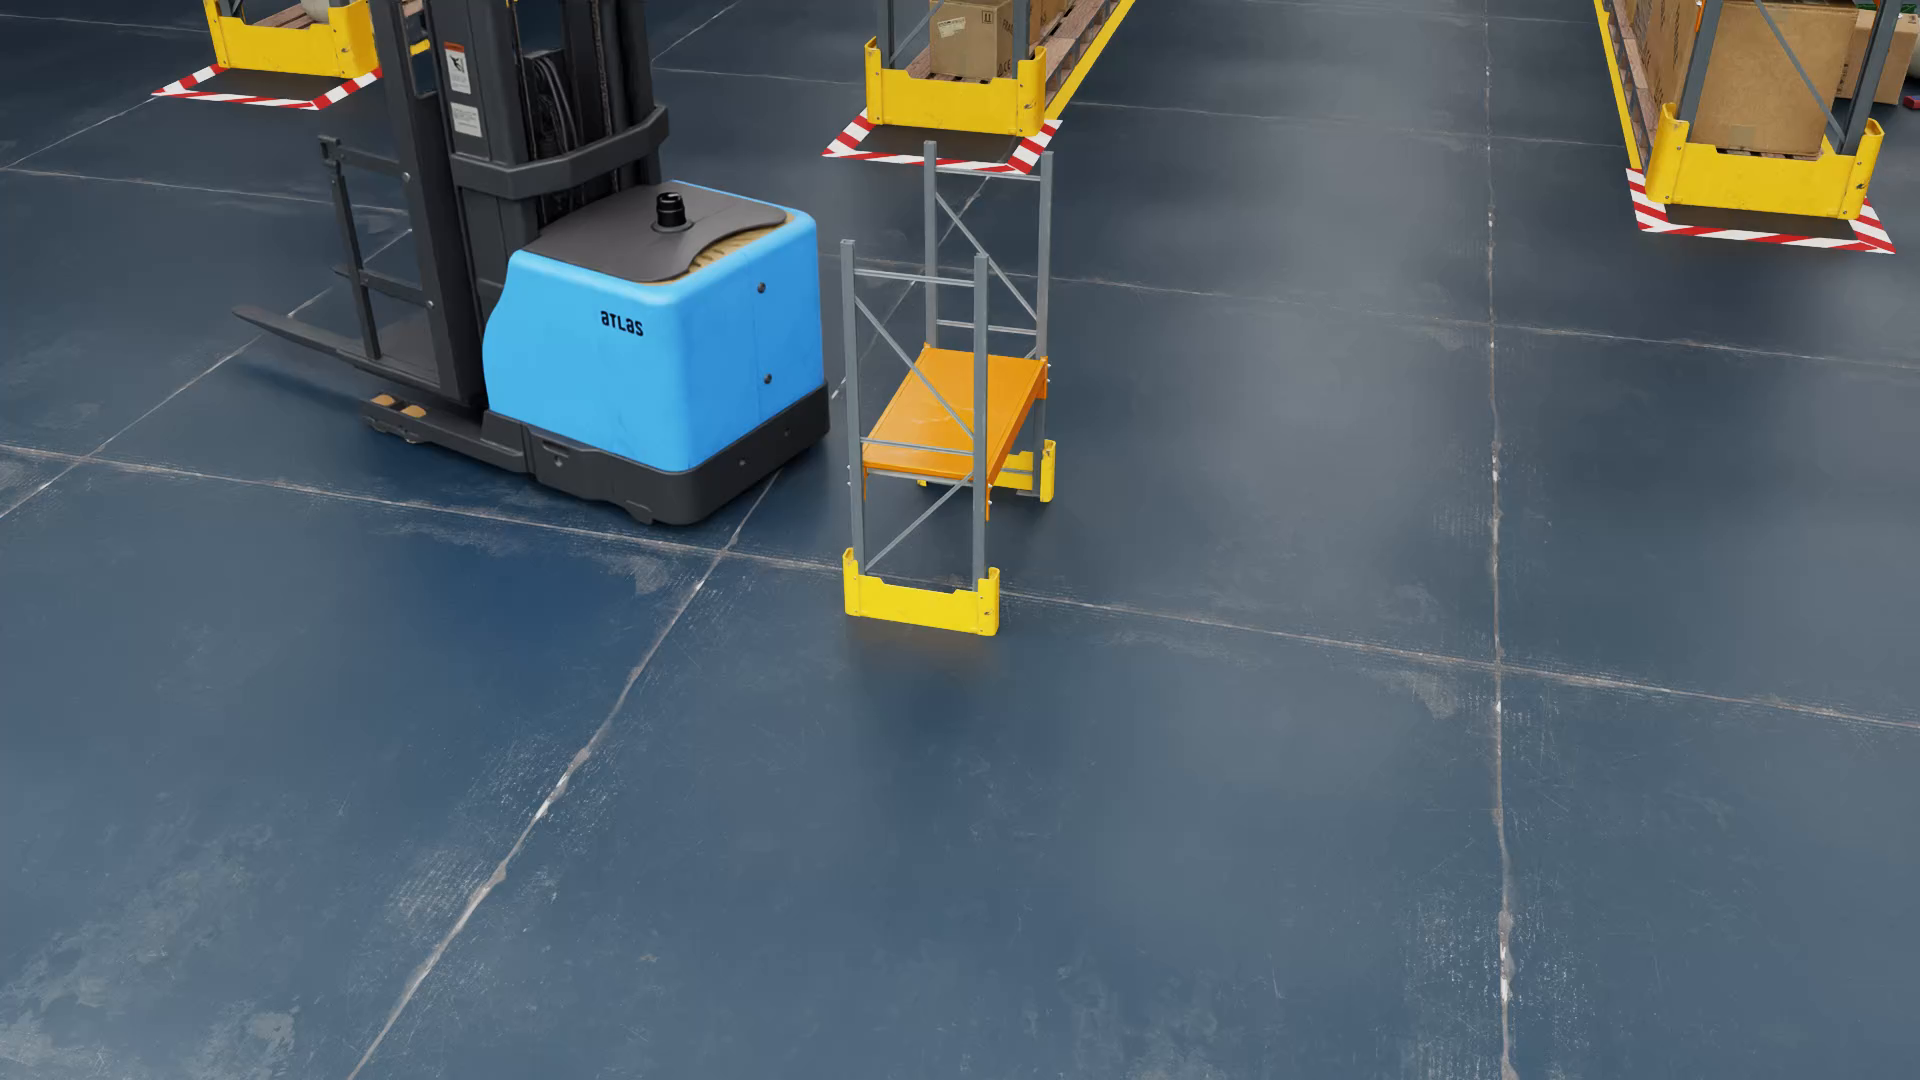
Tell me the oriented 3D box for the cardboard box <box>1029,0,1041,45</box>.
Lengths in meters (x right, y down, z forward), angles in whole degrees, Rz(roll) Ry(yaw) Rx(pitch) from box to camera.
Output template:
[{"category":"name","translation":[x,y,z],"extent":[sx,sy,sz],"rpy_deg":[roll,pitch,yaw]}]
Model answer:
[{"category":"cardboard box","translation":[0.244,-3.791,11.856],"extent":[0.500,0.500,0.500],"rpy_deg":[17,36,25]}]

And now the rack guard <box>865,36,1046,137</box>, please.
[{"category":"rack guard","translation":[-0.030,-3.017,11.029],"extent":[1.175,0.500,0.348],"rpy_deg":[8,33,12]}]

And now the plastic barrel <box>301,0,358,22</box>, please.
[{"category":"plastic barrel","translation":[-4.747,-4.186,12.466],"extent":[0.421,0.512,0.421],"rpy_deg":[0,32,0]}]

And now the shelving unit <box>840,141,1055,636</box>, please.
[{"category":"shelving unit","translation":[-0.019,-0.593,6.285],"extent":[0.587,1.500,1.083],"rpy_deg":[8,33,12]}]

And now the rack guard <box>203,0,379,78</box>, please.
[{"category":"rack guard","translation":[-4.867,-3.697,12.100],"extent":[1.175,0.500,0.348],"rpy_deg":[8,33,12]}]

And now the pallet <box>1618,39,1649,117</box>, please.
[{"category":"pallet","translation":[5.161,-3.184,11.562],"extent":[1.003,0.211,1.213],"rpy_deg":[8,33,12]}]

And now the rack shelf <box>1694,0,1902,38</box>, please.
[{"category":"rack shelf","translation":[5.230,-4.039,10.977],"extent":[1.077,0.370,4.000],"rpy_deg":[8,33,12]}]

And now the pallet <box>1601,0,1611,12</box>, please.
[{"category":"pallet","translation":[5.860,-4.614,13.811],"extent":[1.003,0.211,1.213],"rpy_deg":[8,33,12]}]

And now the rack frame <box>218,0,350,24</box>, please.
[{"category":"rack frame","translation":[-4.841,-4.706,11.357],"extent":[1.000,3.000,0.127],"rpy_deg":[8,33,12]}]

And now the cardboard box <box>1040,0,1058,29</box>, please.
[{"category":"cardboard box","translation":[0.421,-4.113,12.363],"extent":[0.500,0.500,0.500],"rpy_deg":[11,34,17]}]

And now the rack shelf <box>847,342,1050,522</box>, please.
[{"category":"rack shelf","translation":[-0.022,-0.437,6.374],"extent":[0.538,0.185,1.000],"rpy_deg":[8,33,12]}]

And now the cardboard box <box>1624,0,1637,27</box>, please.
[{"category":"cardboard box","translation":[5.510,-4.344,12.376],"extent":[0.875,0.875,0.875],"rpy_deg":[9,33,13]}]

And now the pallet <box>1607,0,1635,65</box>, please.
[{"category":"pallet","translation":[5.469,-3.819,12.561],"extent":[1.003,0.211,1.213],"rpy_deg":[8,33,12]}]

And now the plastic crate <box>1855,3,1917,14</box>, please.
[{"category":"plastic crate","translation":[6.960,-3.949,12.733],"extent":[0.662,0.188,0.450],"rpy_deg":[-28,32,-37]}]

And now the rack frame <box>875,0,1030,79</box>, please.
[{"category":"rack frame","translation":[-0.050,-4.032,10.296],"extent":[1.000,3.000,0.127],"rpy_deg":[8,33,12]}]

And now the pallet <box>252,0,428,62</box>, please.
[{"category":"pallet","translation":[-4.655,-3.996,12.839],"extent":[1.003,0.211,1.213],"rpy_deg":[8,33,12]}]

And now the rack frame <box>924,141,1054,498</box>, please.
[{"category":"rack frame","translation":[0.107,-0.852,6.693],"extent":[0.500,1.500,0.032],"rpy_deg":[8,33,12]}]

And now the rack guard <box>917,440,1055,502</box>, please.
[{"category":"rack guard","translation":[0.107,-0.324,7.027],"extent":[0.587,0.250,0.087],"rpy_deg":[8,33,12]}]

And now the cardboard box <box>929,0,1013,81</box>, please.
[{"category":"cardboard box","translation":[0.125,-3.476,11.361],"extent":[0.500,0.500,0.500],"rpy_deg":[14,35,21]}]

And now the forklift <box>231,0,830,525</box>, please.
[{"category":"forklift","translation":[-2.098,-1.887,6.986],"extent":[3.031,2.935,1.130],"rpy_deg":[19,37,27]}]

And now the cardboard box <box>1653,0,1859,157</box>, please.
[{"category":"cardboard box","translation":[4.830,-2.946,10.177],"extent":[0.875,0.875,0.875],"rpy_deg":[8,33,13]}]

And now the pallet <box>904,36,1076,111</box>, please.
[{"category":"pallet","translation":[0.210,-3.311,11.762],"extent":[1.003,0.211,1.213],"rpy_deg":[8,33,12]}]

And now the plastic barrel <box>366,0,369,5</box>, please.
[{"category":"plastic barrel","translation":[-4.620,-4.446,12.875],"extent":[0.421,0.512,0.421],"rpy_deg":[0,32,0]}]

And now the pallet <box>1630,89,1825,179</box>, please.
[{"category":"pallet","translation":[4.850,-2.553,10.569],"extent":[1.003,0.211,1.213],"rpy_deg":[8,33,12]}]

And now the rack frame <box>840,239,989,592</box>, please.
[{"category":"rack frame","translation":[-0.151,-0.325,5.863],"extent":[0.500,1.500,0.032],"rpy_deg":[8,33,12]}]

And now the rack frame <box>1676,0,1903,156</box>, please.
[{"category":"rack frame","translation":[4.722,-3.304,9.152],"extent":[1.000,3.000,0.127],"rpy_deg":[8,33,12]}]

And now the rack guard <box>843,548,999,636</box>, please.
[{"category":"rack guard","translation":[-0.146,0.192,6.214],"extent":[0.587,0.250,0.087],"rpy_deg":[8,33,12]}]

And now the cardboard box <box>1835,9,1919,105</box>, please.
[{"category":"cardboard box","translation":[6.336,-3.381,11.600],"extent":[0.500,0.500,0.500],"rpy_deg":[14,35,21]}]

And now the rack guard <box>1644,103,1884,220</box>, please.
[{"category":"rack guard","translation":[4.716,-2.237,9.803],"extent":[1.175,0.500,0.348],"rpy_deg":[8,33,12]}]

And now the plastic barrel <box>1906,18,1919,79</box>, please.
[{"category":"plastic barrel","translation":[6.933,-3.495,11.853],"extent":[0.421,0.421,0.512],"rpy_deg":[-21,38,-29]}]

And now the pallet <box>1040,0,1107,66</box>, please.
[{"category":"pallet","translation":[0.522,-3.943,12.755],"extent":[1.003,0.211,1.213],"rpy_deg":[8,33,12]}]

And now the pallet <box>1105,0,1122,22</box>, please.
[{"category":"pallet","translation":[0.829,-4.578,13.754],"extent":[1.003,0.211,1.213],"rpy_deg":[8,33,12]}]

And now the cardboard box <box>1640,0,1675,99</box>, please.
[{"category":"cardboard box","translation":[5.052,-3.403,10.895],"extent":[0.875,0.875,0.875],"rpy_deg":[8,33,12]}]

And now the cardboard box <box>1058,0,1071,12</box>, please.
[{"category":"cardboard box","translation":[0.606,-4.397,12.809],"extent":[0.500,0.500,0.500],"rpy_deg":[5,33,8]}]

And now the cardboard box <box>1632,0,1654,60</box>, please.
[{"category":"cardboard box","translation":[5.285,-3.875,11.639],"extent":[0.875,0.875,0.875],"rpy_deg":[8,33,13]}]

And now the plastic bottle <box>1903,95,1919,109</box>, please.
[{"category":"plastic bottle","translation":[6.657,-3.012,11.431],"extent":[0.283,0.061,0.133],"rpy_deg":[-3,33,-4]}]
